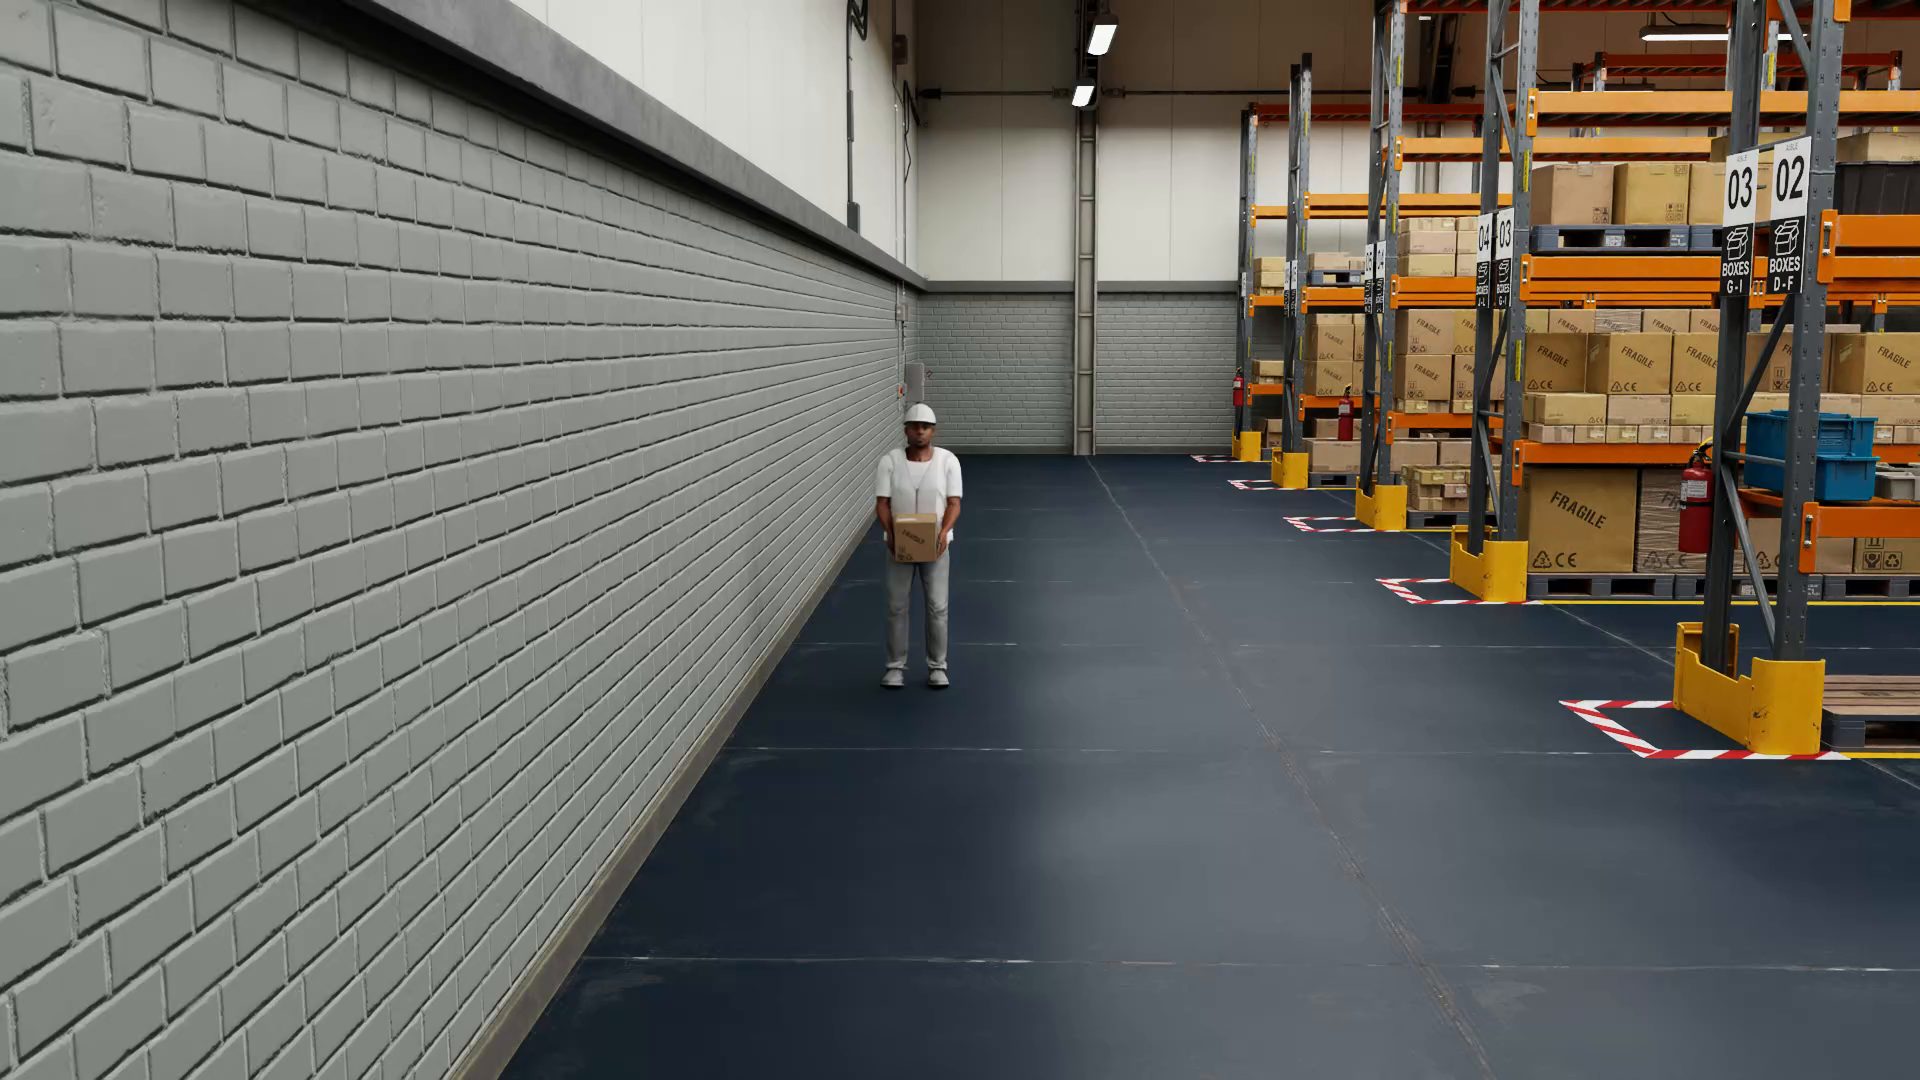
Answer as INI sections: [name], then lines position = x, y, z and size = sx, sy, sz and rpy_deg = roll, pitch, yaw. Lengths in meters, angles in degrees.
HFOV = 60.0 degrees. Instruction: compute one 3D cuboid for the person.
[person]
position = -0.260, 0.040, 10.347
size = 0.548, 1.770, 0.541
rpy_deg = 0, 7, 1
